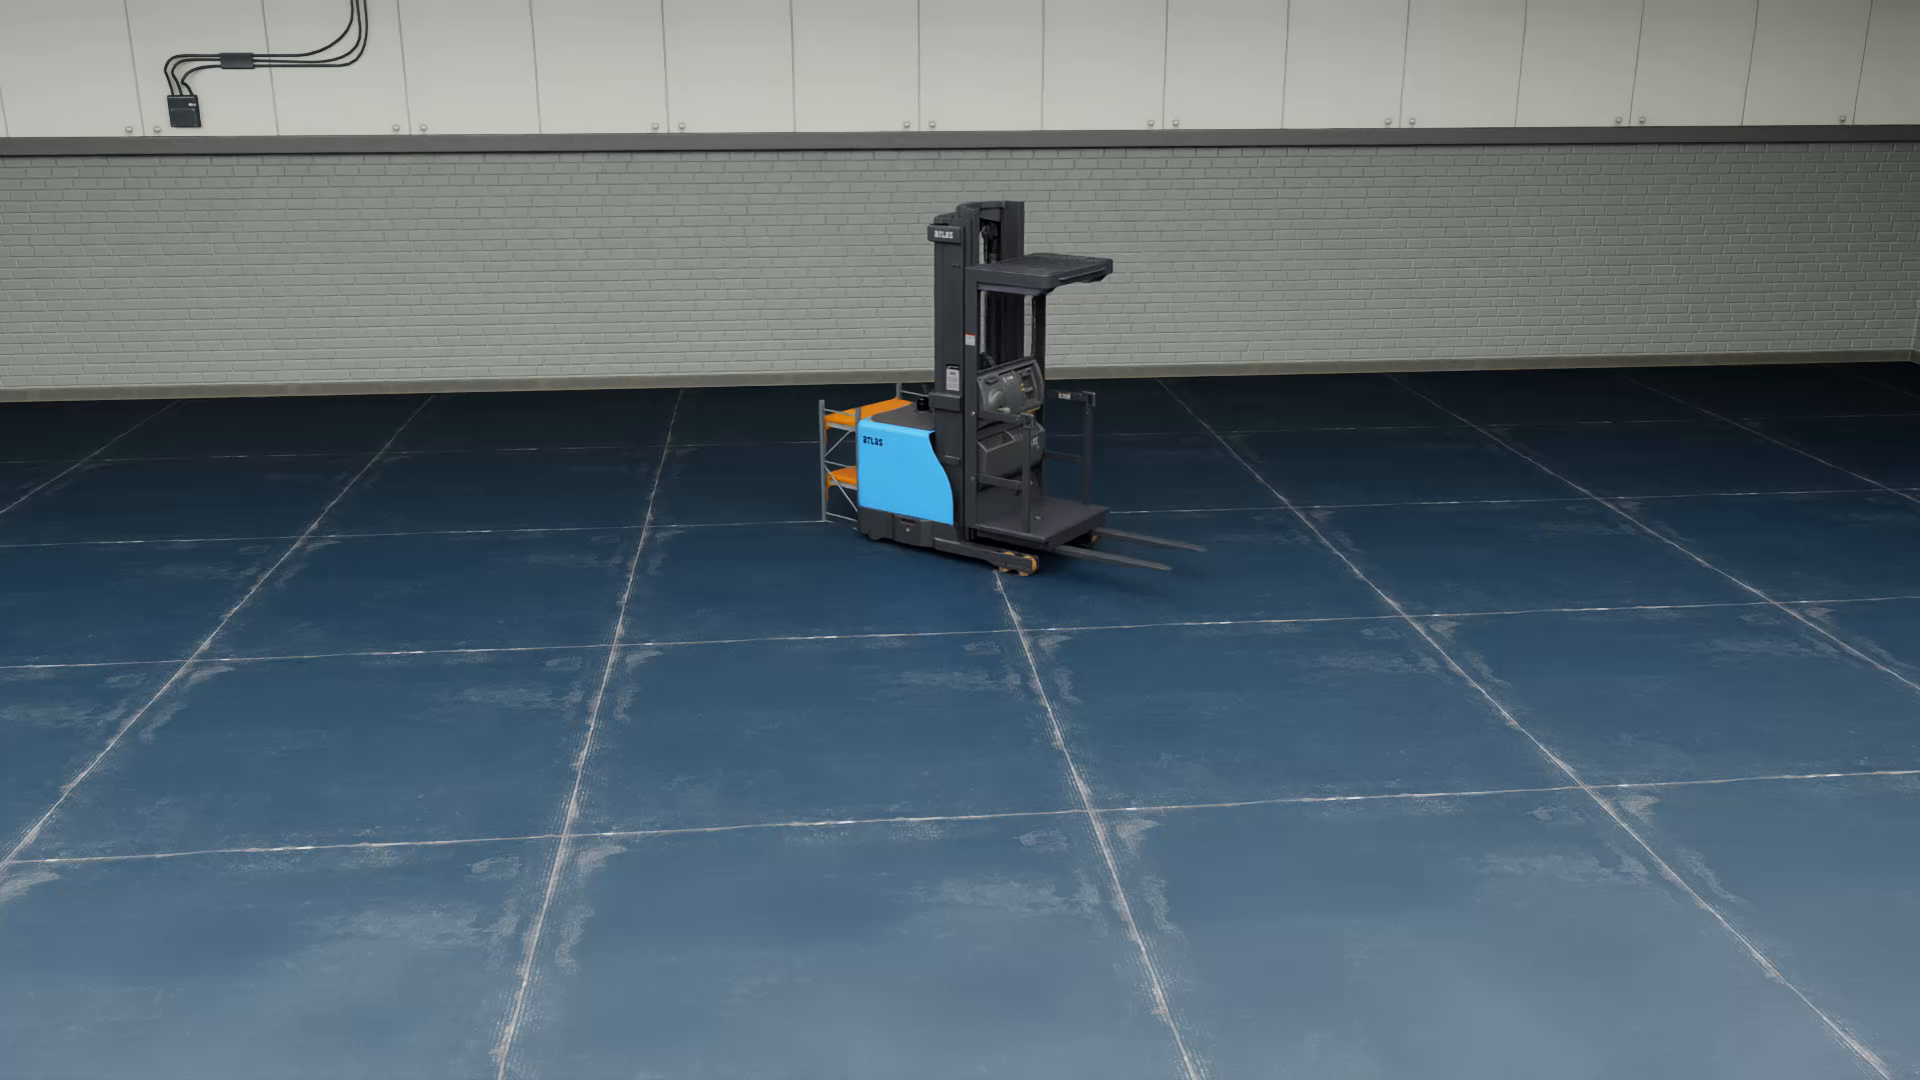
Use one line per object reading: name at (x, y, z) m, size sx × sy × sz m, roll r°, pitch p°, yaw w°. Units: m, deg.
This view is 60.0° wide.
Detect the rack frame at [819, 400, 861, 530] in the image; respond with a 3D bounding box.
rack frame at (-1.066, -0.670, 14.930) m, size 0.500 × 1.125 × 0.032 m, roll 14°, pitch 22°, yaw 39°

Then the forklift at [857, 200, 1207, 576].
forklift at (0.599, -1.283, 13.871) m, size 3.031 × 2.935 × 1.130 m, roll 12°, pitch 21°, yaw 32°

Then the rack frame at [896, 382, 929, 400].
rack frame at (-0.401, -0.900, 15.663) m, size 0.500 × 1.125 × 0.032 m, roll 14°, pitch 22°, yaw 39°

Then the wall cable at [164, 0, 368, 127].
wall cable at (-7.940, -7.665, 18.390) m, size 2.305 × 6.003 × 0.169 m, roll -2°, pitch 18°, yaw -6°

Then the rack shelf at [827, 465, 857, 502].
rack shelf at (-0.733, -0.552, 15.369) m, size 0.538 × 0.278 × 1.000 m, roll 14°, pitch 22°, yaw 39°

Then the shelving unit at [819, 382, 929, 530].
shelving unit at (-0.733, -0.785, 15.296) m, size 0.538 × 1.125 × 1.048 m, roll 14°, pitch 22°, yaw 39°

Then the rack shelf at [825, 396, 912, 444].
rack shelf at (-0.734, -1.065, 15.209) m, size 0.538 × 0.278 × 1.000 m, roll 14°, pitch 22°, yaw 39°
